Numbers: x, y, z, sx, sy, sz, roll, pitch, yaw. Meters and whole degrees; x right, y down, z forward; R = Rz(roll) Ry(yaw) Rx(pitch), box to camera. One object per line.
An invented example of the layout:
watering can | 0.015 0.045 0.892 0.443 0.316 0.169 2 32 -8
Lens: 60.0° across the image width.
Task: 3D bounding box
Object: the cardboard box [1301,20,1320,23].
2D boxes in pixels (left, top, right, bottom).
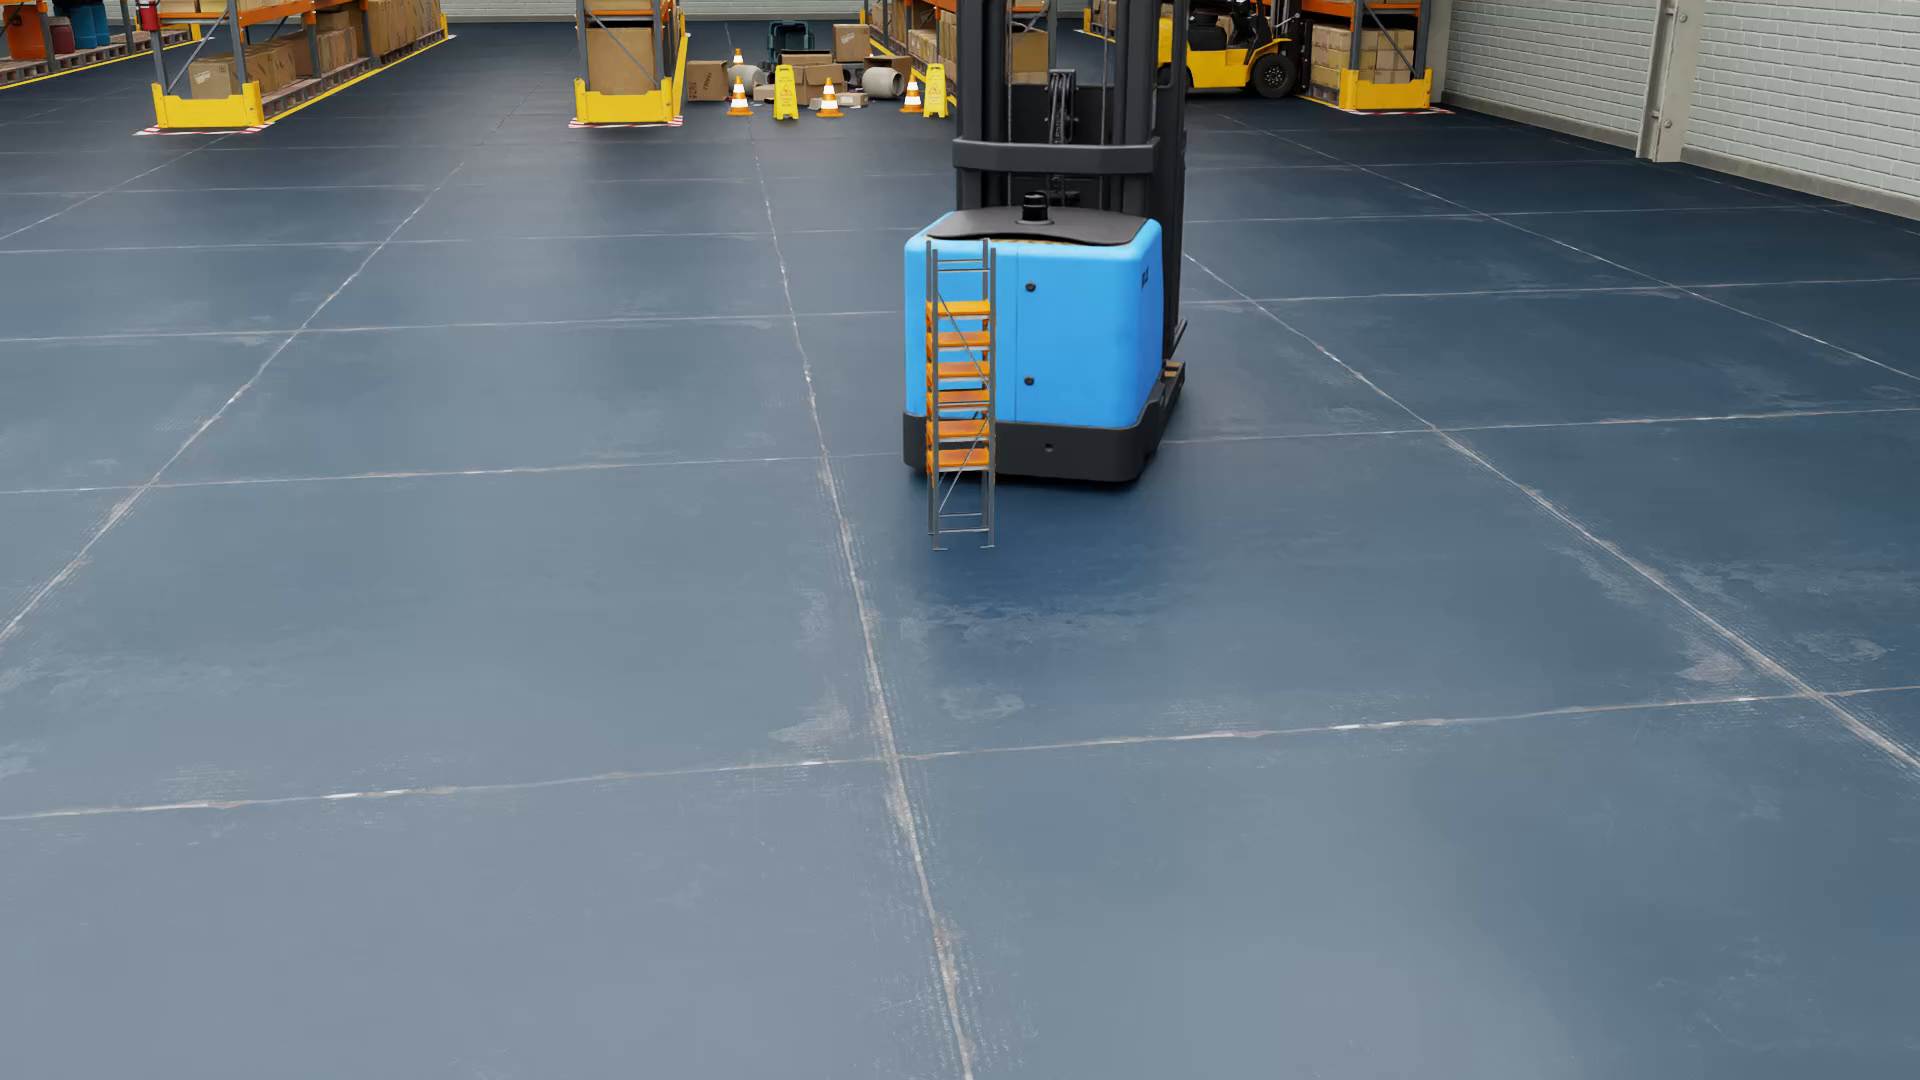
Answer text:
cardboard box | 4.967 -7.400 24.141 0.500 0.250 0.500 -2 21 -6

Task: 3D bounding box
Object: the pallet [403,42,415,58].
pallet | -10.625 -9.004 30.521 1.003 0.211 1.213 -3 21 -8

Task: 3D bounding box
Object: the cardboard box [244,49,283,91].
cardboard box | -9.382 -6.280 22.215 0.500 0.500 0.500 -5 21 -13

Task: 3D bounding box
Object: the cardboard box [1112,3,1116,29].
cardboard box | 3.560 -10.862 34.483 0.700 0.500 0.500 -4 21 -10

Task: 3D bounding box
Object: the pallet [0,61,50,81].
pallet | -15.062 -7.362 26.126 1.003 0.211 1.213 -3 21 -8

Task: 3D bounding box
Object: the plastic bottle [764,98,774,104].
plastic bottle | -2.580 -5.986 22.656 0.133 0.061 0.283 -11 23 -26

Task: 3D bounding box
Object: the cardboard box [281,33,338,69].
cardboard box | -9.856 -7.412 25.218 0.700 0.500 0.500 -5 21 -12

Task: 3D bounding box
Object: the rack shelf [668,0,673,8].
rack shelf | -5.023 -8.374 25.879 1.077 0.370 4.000 -3 21 -8

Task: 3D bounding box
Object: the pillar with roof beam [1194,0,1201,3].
pillar with roof beam | 0.439 -14.205 31.887 9.100 9.000 0.400 -3 21 -8

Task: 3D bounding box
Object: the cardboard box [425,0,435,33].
cardboard box | -11.084 -10.627 33.319 0.875 0.875 0.875 -3 21 -8

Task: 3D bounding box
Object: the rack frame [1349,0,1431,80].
rack frame | 5.637 -7.170 21.626 1.000 3.000 0.127 -3 21 -8

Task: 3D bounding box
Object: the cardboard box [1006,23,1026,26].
cardboard box | 0.650 -7.019 23.481 0.500 0.500 0.500 -2 21 -5

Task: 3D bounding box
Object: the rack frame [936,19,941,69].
rack frame | 0.149 -8.303 24.661 1.000 3.000 0.127 -3 21 -8

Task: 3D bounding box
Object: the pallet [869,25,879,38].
pallet | -1.388 -10.879 35.542 1.003 0.211 1.213 -3 21 -8

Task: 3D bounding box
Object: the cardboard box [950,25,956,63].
cardboard box | 0.129 -6.981 23.378 0.500 0.500 0.500 -2 21 -5

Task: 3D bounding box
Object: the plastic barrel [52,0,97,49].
plastic barrel | -15.548 -9.103 29.200 0.600 0.901 0.708 -3 21 -8

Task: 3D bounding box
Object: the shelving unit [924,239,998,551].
shelving unit | 0.002 -0.557 6.493 0.258 1.200 0.189 -3 21 -8

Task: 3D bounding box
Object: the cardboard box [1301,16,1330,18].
cardboard box | 5.323 -7.771 25.137 0.500 0.250 0.500 -3 21 -7

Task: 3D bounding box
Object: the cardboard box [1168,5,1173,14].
cardboard box | 4.068 -9.794 30.697 0.380 0.149 0.250 -3 21 -9

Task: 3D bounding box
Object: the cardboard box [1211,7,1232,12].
cardboard box | 4.717 -9.466 29.819 0.380 0.149 0.250 -2 21 -5

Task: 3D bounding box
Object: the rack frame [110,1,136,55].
rack frame | -15.712 -10.324 30.070 1.000 3.000 0.127 -3 21 -8

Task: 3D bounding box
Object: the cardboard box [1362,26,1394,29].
cardboard box | 5.680 -6.896 22.793 0.500 0.250 0.500 -3 21 -8

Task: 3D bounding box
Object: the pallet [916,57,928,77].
pallet | -0.144 -7.690 27.004 1.003 0.211 1.213 -3 21 -8

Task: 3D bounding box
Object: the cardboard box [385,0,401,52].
cardboard box | -10.434 -8.939 28.799 1.225 0.875 0.875 -3 21 -8

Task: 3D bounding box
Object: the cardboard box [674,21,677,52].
cardboard box | -5.161 -8.687 28.661 0.500 0.500 0.500 -4 21 -10

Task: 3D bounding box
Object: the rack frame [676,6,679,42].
rack frame | -5.888 -10.789 31.315 1.000 3.000 0.127 -3 21 -8

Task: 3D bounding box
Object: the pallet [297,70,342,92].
pallet | -9.771 -6.767 24.532 1.003 0.211 1.213 -3 21 -8

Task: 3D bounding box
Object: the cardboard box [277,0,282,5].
cardboard box | -9.134 -7.106 21.814 0.380 0.149 0.250 -3 21 -8

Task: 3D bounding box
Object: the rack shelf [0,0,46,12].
rack shelf | -14.847 -7.909 24.634 1.077 0.370 4.000 -3 21 -8

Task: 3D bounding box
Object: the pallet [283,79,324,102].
pallet | -9.525 -6.267 23.193 1.003 0.211 1.213 -3 21 -8

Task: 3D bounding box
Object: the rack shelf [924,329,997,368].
rack shelf | 0.002 -0.740 6.424 0.258 0.103 0.180 -3 21 -8

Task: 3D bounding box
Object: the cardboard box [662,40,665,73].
cardboard box | -4.913 -7.372 24.782 1.050 0.750 0.750 -3 21 -8

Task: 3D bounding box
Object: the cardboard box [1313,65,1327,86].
cardboard box | 5.195 -6.398 22.889 0.500 0.250 0.500 -3 21 -8

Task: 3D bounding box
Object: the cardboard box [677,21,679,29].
cardboard box | -5.623 -9.931 32.067 0.380 0.149 0.250 -2 21 -5

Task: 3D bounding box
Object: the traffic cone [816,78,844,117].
traffic cone | -1.662 -5.640 21.156 0.336 0.463 0.334 -3 21 -8

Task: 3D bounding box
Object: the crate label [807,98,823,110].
crate label | -1.837 -5.757 21.933 0.250 0.136 0.298 -15 25 -35

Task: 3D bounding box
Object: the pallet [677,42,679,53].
pallet | -5.774 -9.213 31.081 1.003 0.211 1.213 -3 21 -8

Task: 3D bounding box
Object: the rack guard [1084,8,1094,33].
rack guard | 3.342 -11.513 36.826 1.175 0.500 0.348 -3 21 -8

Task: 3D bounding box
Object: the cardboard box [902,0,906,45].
cardboard box | -0.569 -9.442 30.146 0.875 0.875 0.875 -3 21 -7

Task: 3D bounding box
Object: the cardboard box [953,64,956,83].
cardboard box | 0.195 -6.454 23.039 0.500 0.250 0.500 -4 21 -10

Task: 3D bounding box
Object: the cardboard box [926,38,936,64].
cardboard box | -0.036 -7.699 26.199 0.950 0.372 0.625 -2 21 -4

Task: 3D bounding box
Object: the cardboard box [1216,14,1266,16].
cardboard box | 4.662 -8.582 28.200 0.875 0.625 0.625 -2 21 -6

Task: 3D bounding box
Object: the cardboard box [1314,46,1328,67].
cardboard box | 5.196 -6.640 22.822 0.500 0.250 0.500 -3 21 -8

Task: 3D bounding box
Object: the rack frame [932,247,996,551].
rack frame | 0.015 -0.525 6.408 0.240 1.200 0.006 -3 21 -8

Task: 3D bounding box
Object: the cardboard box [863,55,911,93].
cardboard box | -1.043 -6.694 23.921 0.500 0.500 0.500 12 24 29

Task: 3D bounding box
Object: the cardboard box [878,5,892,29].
cardboard box | -1.246 -10.915 34.714 0.875 0.438 0.875 -2 21 -6

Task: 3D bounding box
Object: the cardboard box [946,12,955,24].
cardboard box | 0.002 -7.425 23.640 0.380 0.149 0.250 -2 21 -6

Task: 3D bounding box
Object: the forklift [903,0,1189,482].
forklift | 0.578 -2.106 8.165 1.130 2.935 3.031 5 21 12

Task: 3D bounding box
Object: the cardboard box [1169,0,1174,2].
cardboard box | 4.289 -10.451 32.455 0.380 0.149 0.250 -3 21 -8

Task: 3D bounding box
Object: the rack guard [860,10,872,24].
rack guard | -1.584 -11.296 36.245 1.175 0.500 0.348 -3 21 -8

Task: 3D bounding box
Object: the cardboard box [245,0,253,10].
cardboard box | -8.924 -6.587 20.423 0.380 0.149 0.250 -3 21 -8

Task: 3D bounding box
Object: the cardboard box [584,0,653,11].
cardboard box | -4.256 -6.830 20.502 0.875 0.550 0.550 -3 21 -8

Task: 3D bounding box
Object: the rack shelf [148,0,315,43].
rack shelf | -9.369 -6.774 21.594 1.077 0.370 4.000 -3 21 -8
